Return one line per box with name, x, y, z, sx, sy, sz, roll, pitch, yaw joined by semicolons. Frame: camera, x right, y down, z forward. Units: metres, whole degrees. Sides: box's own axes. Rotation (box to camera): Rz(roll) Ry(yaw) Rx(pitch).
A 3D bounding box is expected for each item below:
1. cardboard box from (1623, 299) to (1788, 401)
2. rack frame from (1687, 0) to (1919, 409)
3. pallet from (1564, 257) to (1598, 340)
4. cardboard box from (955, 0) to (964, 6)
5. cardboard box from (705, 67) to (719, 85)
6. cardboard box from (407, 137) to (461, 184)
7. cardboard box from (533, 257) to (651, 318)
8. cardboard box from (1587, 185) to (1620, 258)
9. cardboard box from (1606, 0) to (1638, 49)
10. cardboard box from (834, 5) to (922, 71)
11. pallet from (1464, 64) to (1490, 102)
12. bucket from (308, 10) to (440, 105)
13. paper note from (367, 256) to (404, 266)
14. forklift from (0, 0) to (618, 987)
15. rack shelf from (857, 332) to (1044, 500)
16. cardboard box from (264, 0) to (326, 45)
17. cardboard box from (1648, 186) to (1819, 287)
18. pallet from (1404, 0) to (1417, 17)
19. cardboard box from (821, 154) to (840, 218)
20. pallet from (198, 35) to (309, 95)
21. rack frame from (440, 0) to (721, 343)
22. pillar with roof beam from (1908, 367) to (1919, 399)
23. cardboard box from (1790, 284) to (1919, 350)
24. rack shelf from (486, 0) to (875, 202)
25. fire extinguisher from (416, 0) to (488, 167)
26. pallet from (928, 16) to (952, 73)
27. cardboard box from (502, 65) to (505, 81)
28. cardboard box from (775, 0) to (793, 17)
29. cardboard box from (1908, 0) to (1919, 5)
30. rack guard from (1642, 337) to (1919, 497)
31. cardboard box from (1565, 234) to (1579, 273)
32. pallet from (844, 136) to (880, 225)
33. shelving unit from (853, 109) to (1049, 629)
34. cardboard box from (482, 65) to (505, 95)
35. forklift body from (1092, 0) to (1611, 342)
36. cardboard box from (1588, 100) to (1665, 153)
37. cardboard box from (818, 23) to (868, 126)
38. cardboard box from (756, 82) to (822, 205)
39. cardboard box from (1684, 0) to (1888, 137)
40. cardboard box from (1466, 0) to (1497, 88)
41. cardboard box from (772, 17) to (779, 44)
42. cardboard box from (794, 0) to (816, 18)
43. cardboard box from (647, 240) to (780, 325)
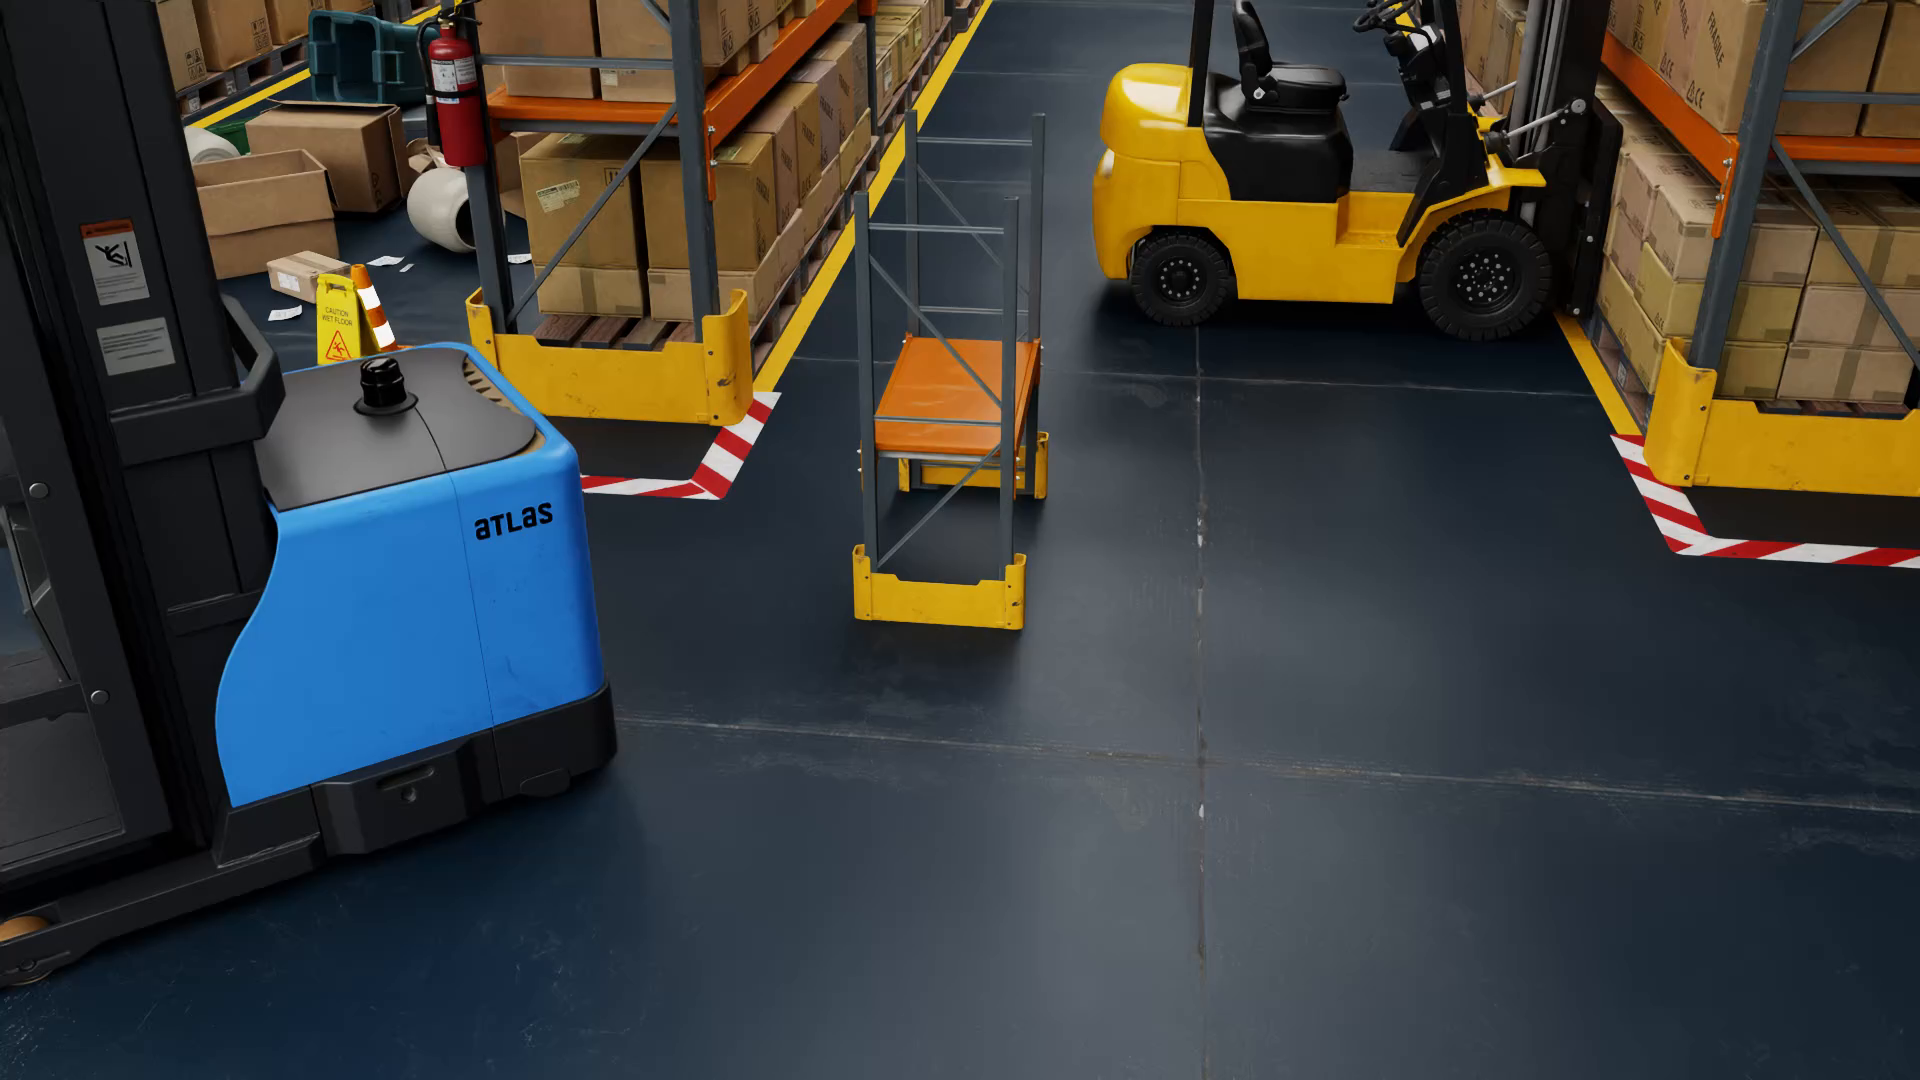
cardboard box;3.149;-0.814;7.054;0.500;0.250;0.500;4;29;7
rack frame;3.405;-1.600;6.057;1.000;3.000;0.127;3;28;6
pallet;3.609;-1.307;8.454;1.003;0.211;1.213;3;28;6
cardboard box;-0.375;-5.222;14.578;0.875;0.875;0.875;3;28;6
cardboard box;-1.258;-2.043;7.145;0.380;0.149;0.250;4;29;7
cardboard box;-3.262;-2.307;10.252;0.258;0.266;0.396;-17;33;-29
cardboard box;-1.687;-1.268;7.898;0.500;0.250;0.500;3;28;6
cardboard box;3.269;-1.521;7.840;0.500;0.250;0.500;3;28;5
cardboard box;3.390;-2.613;7.832;0.500;0.500;0.500;4;29;7
cardboard box;-0.802;-3.710;12.302;0.950;0.372;0.625;4;29;8
pallet;4.093;-3.180;11.930;1.003;0.211;1.213;3;28;6
bucket;-3.686;-3.039;10.578;0.726;0.611;0.620;14;21;24
paper note;-3.129;-1.526;9.062;0.148;0.019;0.142;14;31;24
forklift;-2.539;-0.413;3.926;3.031;2.935;1.130;-17;32;-28
rack shelf;-0.010;-0.462;5.905;0.538;0.185;1.000;3;28;6
cardboard box;-5.735;-4.393;13.172;1.050;0.750;0.750;4;29;7
cardboard box;3.152;-1.249;6.808;0.500;0.250;0.500;4;29;8
pallet;4.666;-5.060;15.419;1.003;0.211;1.213;3;28;6
cardboard box;-0.960;-1.959;9.181;0.500;0.250;0.500;4;29;7
pallet;-5.790;-3.725;12.942;1.003;0.211;1.213;3;28;6
rack frame;-1.522;-1.886;6.589;1.000;3.000;0.127;3;28;6
pillar with roof beam;0.112;-4.766;5.609;9.100;9.000;0.400;3;28;6
cardboard box;3.668;-1.003;6.879;0.500;0.250;0.500;4;29;7
rack shelf;-1.277;-2.511;8.507;1.077;0.370;4.000;3;28;6
fire extinguisher;-1.994;-1.825;6.557;0.296;0.674;0.183;3;28;6
pallet;-0.639;-4.057;13.557;1.003;0.211;1.213;3;28;6
cardboard box;-1.768;-2.090;7.231;0.380;0.149;0.250;3;28;6
cardboard box;-1.067;-2.752;7.777;0.500;0.500;0.500;3;28;5
cardboard box;3.704;-2.074;6.147;0.380;0.149;0.250;3;28;5
rack guard;3.402;-0.488;6.628;1.175;0.500;0.348;3;28;6
cardboard box;3.331;-1.528;8.380;0.500;0.250;0.500;4;29;8
pallet;-1.079;-2.223;10.154;1.003;0.211;1.213;3;28;6
shelving unit;-0.009;-0.624;5.828;0.587;1.500;1.083;3;28;6
cardboard box;-2.802;-3.091;10.663;0.500;0.500;0.500;3;28;6
forklift body;1.826;-2.225;8.112;2.313;2.155;1.214;3;28;6
cardboard box;3.330;-1.966;8.139;0.500;0.250;0.500;3;28;5
cardboard box;-0.838;-2.780;9.912;0.500;0.500;0.500;3;28;5
cardboard box;-1.017;-2.048;8.554;0.500;0.500;0.500;4;29;7
cardboard box;3.204;-1.891;6.491;0.500;0.500;0.500;3;28;5
cardboard box;4.140;-3.587;11.807;0.875;0.625;0.625;2;28;4
cardboard box;-1.070;-2.404;7.814;0.380;0.149;0.250;4;29;8
cardboard box;-0.947;-2.769;8.492;0.380;0.149;0.250;4;29;7
cardboard box;-1.149;-1.224;7.816;0.500;0.250;0.500;3;28;6
